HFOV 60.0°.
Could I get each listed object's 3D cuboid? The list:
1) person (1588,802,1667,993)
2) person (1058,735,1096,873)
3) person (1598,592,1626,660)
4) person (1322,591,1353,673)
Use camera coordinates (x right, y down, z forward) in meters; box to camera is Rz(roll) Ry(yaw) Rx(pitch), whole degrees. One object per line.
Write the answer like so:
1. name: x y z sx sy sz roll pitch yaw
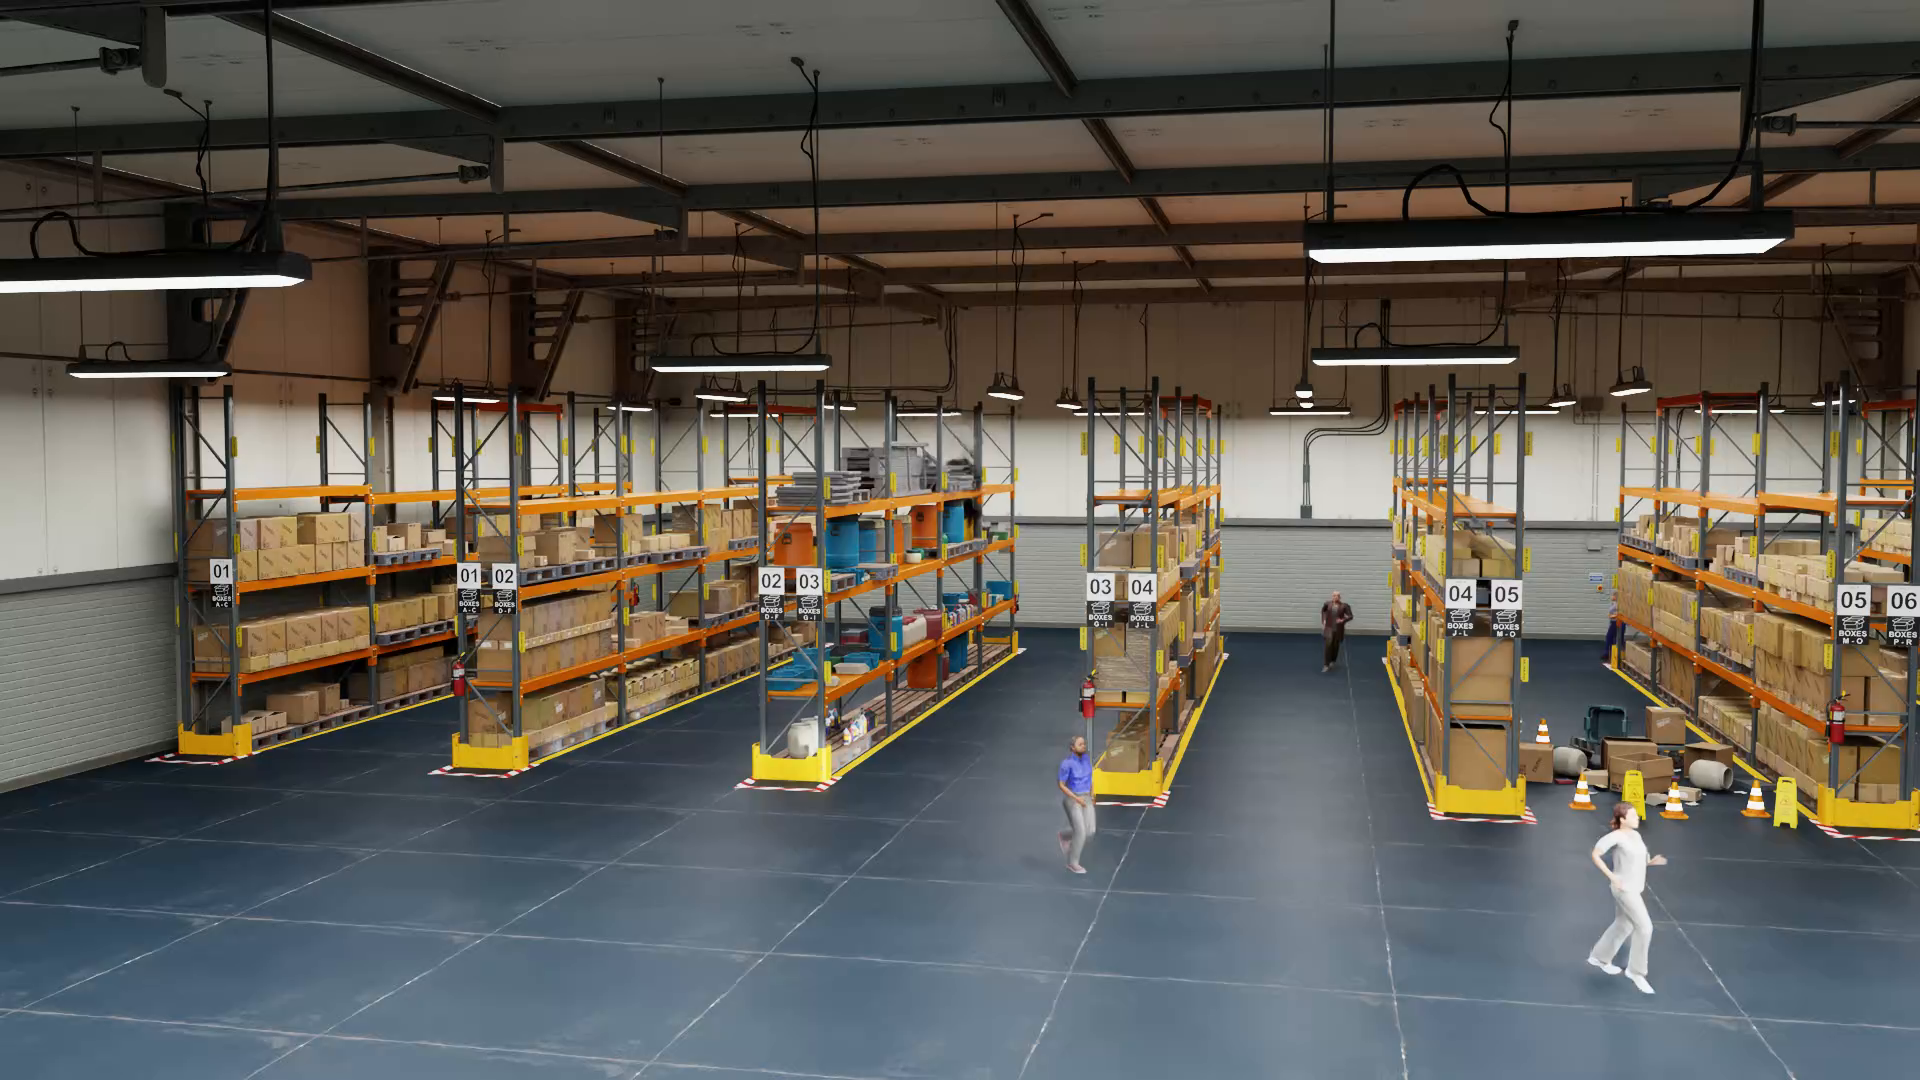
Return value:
1. person: 6.195 3.298 15.473 0.712 1.723 0.546 3 4 44
2. person: 1.369 3.103 19.675 0.584 1.625 0.634 -3 4 -40
3. person: 15.379 2.031 38.811 0.870 1.656 0.620 1 3 18
4. person: 8.410 2.037 37.112 0.704 1.823 0.903 1 3 17
